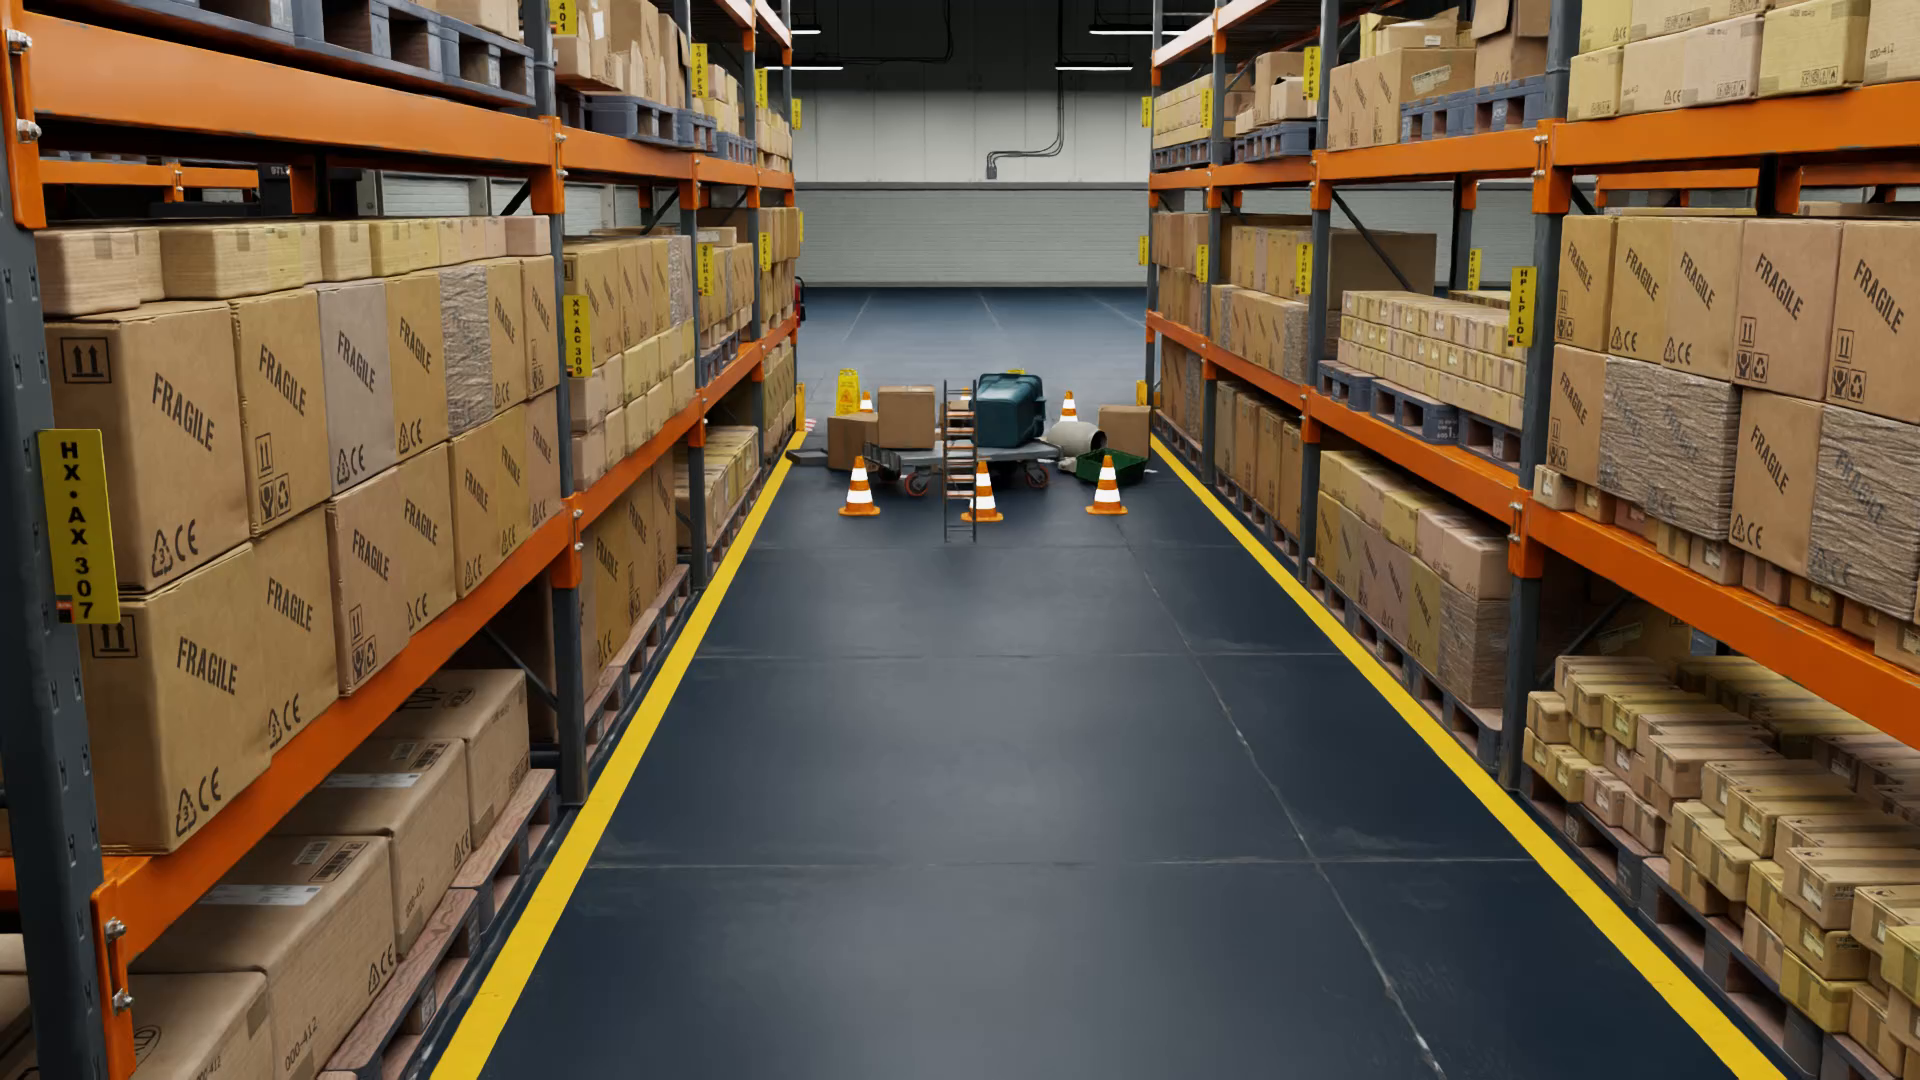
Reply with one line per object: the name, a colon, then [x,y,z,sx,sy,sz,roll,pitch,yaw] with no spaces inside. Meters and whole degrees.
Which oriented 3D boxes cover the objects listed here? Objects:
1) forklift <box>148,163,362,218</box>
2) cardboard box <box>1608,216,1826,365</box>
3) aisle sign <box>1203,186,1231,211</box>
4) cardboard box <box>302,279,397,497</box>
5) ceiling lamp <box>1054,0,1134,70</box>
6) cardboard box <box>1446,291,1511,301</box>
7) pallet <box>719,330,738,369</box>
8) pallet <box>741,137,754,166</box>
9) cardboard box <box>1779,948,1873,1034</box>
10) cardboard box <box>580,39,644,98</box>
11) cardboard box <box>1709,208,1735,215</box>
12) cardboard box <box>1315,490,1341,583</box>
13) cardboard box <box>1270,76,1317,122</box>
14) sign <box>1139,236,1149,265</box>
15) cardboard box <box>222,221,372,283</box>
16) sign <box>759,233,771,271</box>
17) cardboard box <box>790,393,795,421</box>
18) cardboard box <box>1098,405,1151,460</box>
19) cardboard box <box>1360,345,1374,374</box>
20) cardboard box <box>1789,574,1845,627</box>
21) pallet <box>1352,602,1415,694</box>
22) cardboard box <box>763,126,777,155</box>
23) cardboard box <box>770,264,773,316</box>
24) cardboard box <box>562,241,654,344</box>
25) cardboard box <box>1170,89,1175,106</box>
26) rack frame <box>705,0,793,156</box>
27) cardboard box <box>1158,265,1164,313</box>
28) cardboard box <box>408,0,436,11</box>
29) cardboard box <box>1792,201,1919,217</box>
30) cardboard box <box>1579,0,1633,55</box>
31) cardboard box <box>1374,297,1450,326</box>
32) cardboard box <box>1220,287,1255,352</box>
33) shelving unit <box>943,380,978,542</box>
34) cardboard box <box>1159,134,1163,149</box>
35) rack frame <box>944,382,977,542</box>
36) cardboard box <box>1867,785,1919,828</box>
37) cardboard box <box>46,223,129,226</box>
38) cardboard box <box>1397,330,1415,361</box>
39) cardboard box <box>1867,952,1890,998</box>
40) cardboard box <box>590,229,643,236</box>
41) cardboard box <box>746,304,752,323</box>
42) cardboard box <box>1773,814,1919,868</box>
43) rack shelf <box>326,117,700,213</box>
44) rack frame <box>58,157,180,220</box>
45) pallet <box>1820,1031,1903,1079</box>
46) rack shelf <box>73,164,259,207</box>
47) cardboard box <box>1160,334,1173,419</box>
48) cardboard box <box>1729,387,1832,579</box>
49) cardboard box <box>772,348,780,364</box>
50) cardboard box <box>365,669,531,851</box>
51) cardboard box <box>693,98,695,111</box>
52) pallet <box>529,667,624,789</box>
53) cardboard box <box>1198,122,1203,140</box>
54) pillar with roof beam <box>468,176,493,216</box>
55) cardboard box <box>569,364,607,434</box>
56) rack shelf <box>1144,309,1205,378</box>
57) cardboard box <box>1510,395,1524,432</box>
forklift: [-5.423,-1.544,12.798,3.031,2.935,1.130,1,12,6]
cardboard box: [2.651,-0.883,5.853,0.500,0.500,0.500,-1,11,-3]
aisle sign: [2.909,-4.067,18.522,0.394,0.787,0.004,0,11,-1]
cardboard box: [-1.766,-0.397,4.205,0.500,0.500,0.500,0,11,-2]
ceiling lamp: [3.412,-13.620,42.378,2.000,3.185,0.800,0,11,-1]
cardboard box: [3.245,-1.466,10.319,0.380,0.149,0.250,-1,11,-3]
pallet: [-2.252,-1.446,12.625,1.003,0.211,1.213,0,11,-1]
pallet: [-2.347,-3.197,13.699,1.213,0.211,1.003,0,11,-1]
cardboard box: [2.610,1.288,4.781,0.380,0.149,0.250,-1,11,-4]
cardboard box: [-1.776,-2.326,8.218,0.396,0.266,0.258,1,11,4]
cardboard box: [7.359,-2.855,15.573,0.500,0.500,0.500,0,11,-1]
cardboard box: [2.536,-0.026,10.375,0.500,0.500,0.500,-1,11,-4]
cardboard box: [2.455,-3.075,11.543,0.500,0.311,0.500,0,11,-1]
sign: [2.056,-3.239,18.605,0.100,0.325,0.005,0,11,-1]
cardboard box: [-1.748,-0.743,4.279,0.380,0.149,0.250,0,11,-1]
sign: [-1.698,-2.512,14.486,0.100,0.325,0.005,0,11,-1]
cardboard box: [-2.050,-1.431,17.927,0.500,0.250,0.500,0,11,-1]
cardboard box: [1.636,-1.063,16.534,0.500,0.500,0.500,2,12,9]
cardboard box: [2.595,-1.073,9.879,0.380,0.149,0.250,0,11,2]
cardboard box: [2.692,0.154,4.890,0.380,0.149,0.250,0,11,0]
pallet: [2.813,0.577,9.185,1.003,0.211,1.213,0,11,-1]
cardboard box: [-2.006,-3.775,15.706,0.500,0.250,0.500,0,11,-1]
cardboard box: [-2.017,-2.325,15.475,0.500,0.500,0.500,0,11,-1]
cardboard box: [-1.873,-1.283,8.571,0.500,0.500,0.500,0,11,-2]
cardboard box: [2.325,-4.450,16.721,0.380,0.149,0.250,0,11,-2]
rack frame: [-2.336,-5.677,17.909,1.000,3.000,0.127,0,11,-1]
cardboard box: [2.664,-2.777,18.327,0.875,0.550,0.550,0,11,-1]
cardboard box: [-2.028,-1.859,5.066,0.797,0.503,0.637,1,11,3]
cardboard box: [7.531,-2.324,13.904,1.000,1.000,1.000,0,11,-1]
cardboard box: [2.629,-1.937,6.137,0.500,0.250,0.500,0,11,1]
cardboard box: [2.606,-1.314,9.570,0.380,0.149,0.250,-1,11,-4]
cardboard box: [2.447,-1.825,13.760,0.500,0.500,0.500,0,11,-1]
shelving unit: [0.000,-0.591,12.454,0.258,1.200,0.189,0,11,-1]
cardboard box: [2.308,-4.209,17.542,0.380,0.149,0.250,0,11,-1]
rack frame: [0.002,-0.573,12.364,0.240,1.200,0.006,0,11,-1]
cardboard box: [3.123,0.886,5.264,0.380,0.149,0.250,0,11,-1]
cardboard box: [-2.230,-0.688,4.007,0.380,0.149,0.250,0,11,-2]
cardboard box: [2.614,-1.063,9.080,0.380,0.149,0.250,0,11,-2]
cardboard box: [2.730,1.188,4.525,0.380,0.149,0.250,0,11,-2]
cardboard box: [-2.486,-2.189,12.118,0.380,0.149,0.250,-1,11,-4]
cardboard box: [-1.967,-1.923,14.071,0.380,0.149,0.250,0,11,0]
cardboard box: [2.699,0.940,5.000,0.380,0.149,0.250,-1,11,-3]
rack shelf: [-2.129,-1.867,8.480,1.077,0.370,4.000,0,11,-1]
rack frame: [-7.216,-1.921,14.482,1.000,3.000,0.127,0,11,-1]
pallet: [2.959,1.593,4.176,1.003,0.211,1.213,0,11,-1]
rack shelf: [-7.257,-3.436,16.215,1.077,0.370,4.000,0,11,-1]
cardboard box: [2.691,-1.807,18.211,0.875,0.875,0.875,0,11,-1]
cardboard box: [2.649,-0.182,4.913,0.500,0.500,0.500,0,11,2]
cardboard box: [-1.959,-1.785,16.153,0.380,0.149,0.250,0,11,2]
cardboard box: [-2.182,0.824,6.343,0.875,0.438,0.875,0,11,-2]
cardboard box: [-2.180,-2.854,11.287,0.700,0.500,0.500,0,11,-1]
pallet: [-2.179,0.862,7.779,1.003,0.211,1.213,0,11,-1]
cardboard box: [2.361,-3.705,15.058,0.380,0.149,0.250,0,11,0]
pillar with roof beam: [-4.129,-7.917,28.949,9.100,9.000,0.400,0,11,-1]
cardboard box: [-1.815,-0.612,7.149,0.500,0.250,0.500,-1,11,-3]
rack shelf: [2.652,-2.027,16.816,1.077,0.370,4.000,0,11,-1]
cardboard box: [2.653,-0.553,7.315,0.380,0.149,0.250,0,11,-2]
